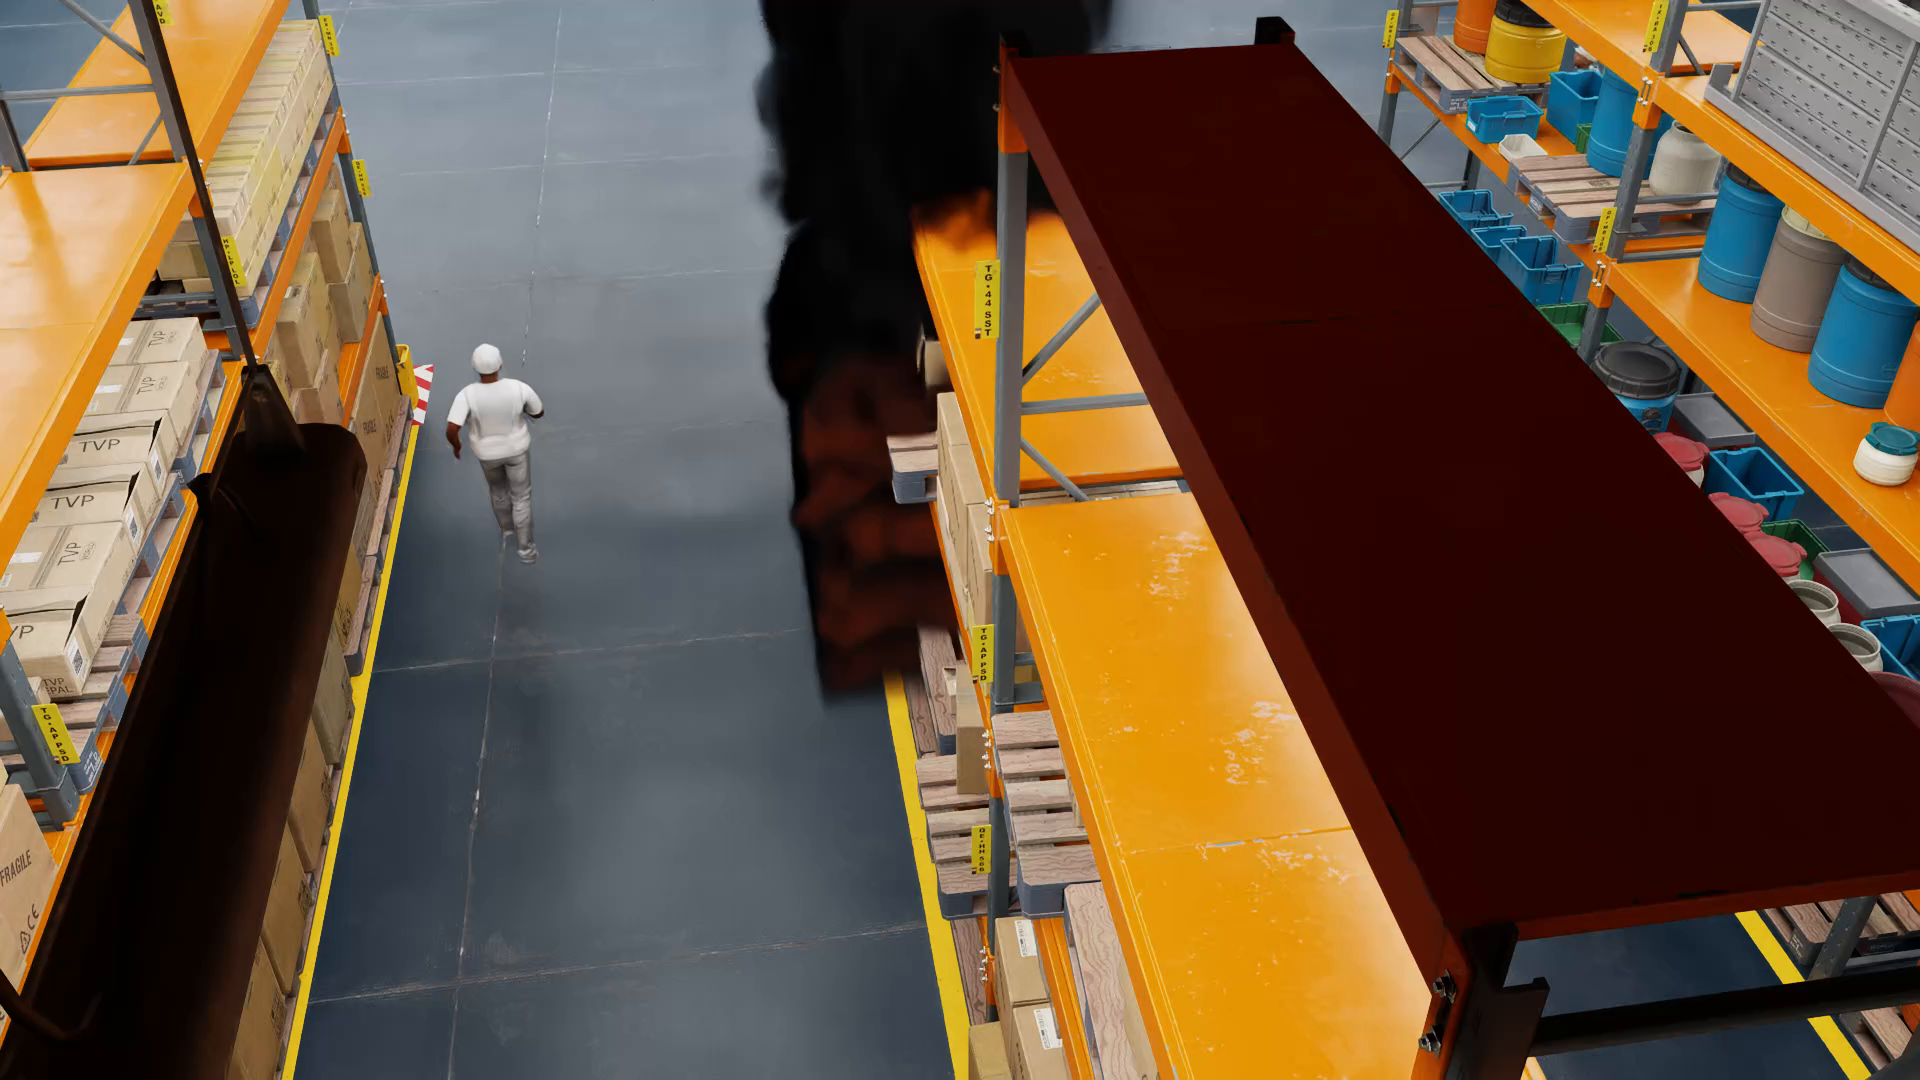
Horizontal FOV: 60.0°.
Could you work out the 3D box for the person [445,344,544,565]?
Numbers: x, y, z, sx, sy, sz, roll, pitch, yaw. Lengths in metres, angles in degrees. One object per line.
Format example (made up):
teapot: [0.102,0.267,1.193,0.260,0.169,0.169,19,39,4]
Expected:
person: [-3.384,-0.634,12.330,0.677,1.847,0.756,-6,37,-8]

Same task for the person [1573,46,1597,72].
person: [6.744,-4.574,18.190,0.827,1.757,0.688,10,37,13]
